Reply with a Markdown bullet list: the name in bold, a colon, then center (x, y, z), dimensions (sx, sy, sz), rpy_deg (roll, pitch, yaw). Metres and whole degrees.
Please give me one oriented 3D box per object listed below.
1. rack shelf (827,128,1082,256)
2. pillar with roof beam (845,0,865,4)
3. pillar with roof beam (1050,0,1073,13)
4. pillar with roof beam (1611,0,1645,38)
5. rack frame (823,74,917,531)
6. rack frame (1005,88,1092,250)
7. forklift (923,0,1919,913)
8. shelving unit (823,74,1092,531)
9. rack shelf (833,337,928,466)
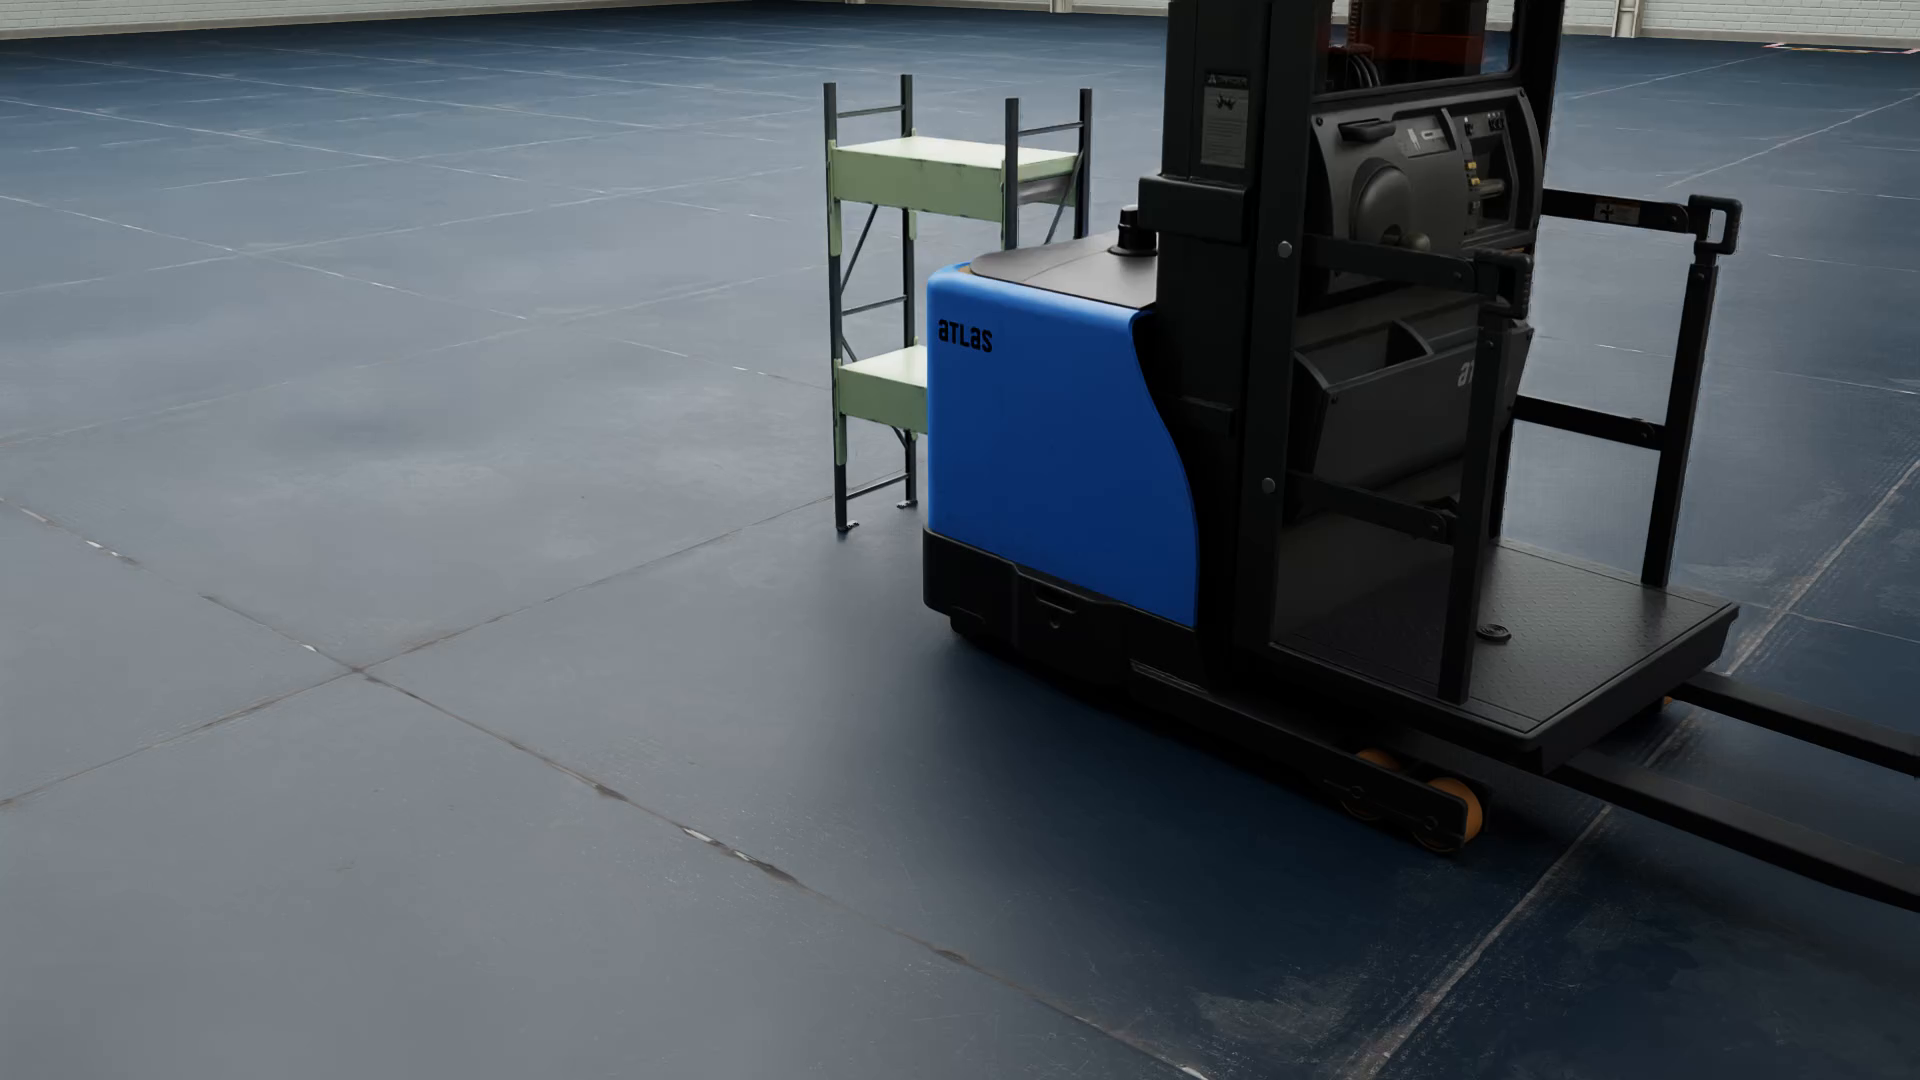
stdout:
- **rack shelf**: center (-0.014, -1.073, 5.282), dimensions (0.720, 0.370, 0.431), rpy_deg (16, 26, 37)
- **pillar with roof beam**: center (-5.191, -15.724, 34.611), dimensions (0.400, 9.000, 9.100), rpy_deg (16, 26, 36)
- **pillar with roof beam**: center (-0.543, -14.385, 31.062), dimensions (0.400, 9.000, 9.100), rpy_deg (16, 26, 36)
- **pillar with roof beam**: center (8.754, -11.708, 23.962), dimensions (0.400, 9.000, 9.100), rpy_deg (16, 26, 36)
- **rack frame**: center (-0.294, -0.791, 5.640), dimensions (0.023, 1.500, 0.400), rpy_deg (16, 26, 37)
- **rack frame**: center (0.267, -0.625, 5.200), dimensions (0.023, 1.500, 0.400), rpy_deg (16, 26, 37)
- **forklift**: center (1.270, -0.866, 3.811), dimensions (1.130, 2.935, 3.031), rpy_deg (-19, 28, -40)
- **shelving unit**: center (-0.014, -0.708, 5.420), dimensions (0.755, 1.500, 0.431), rpy_deg (16, 26, 37)
- **rack shelf**: center (-0.014, -0.403, 5.535), dimensions (0.720, 0.370, 0.431), rpy_deg (16, 26, 37)
